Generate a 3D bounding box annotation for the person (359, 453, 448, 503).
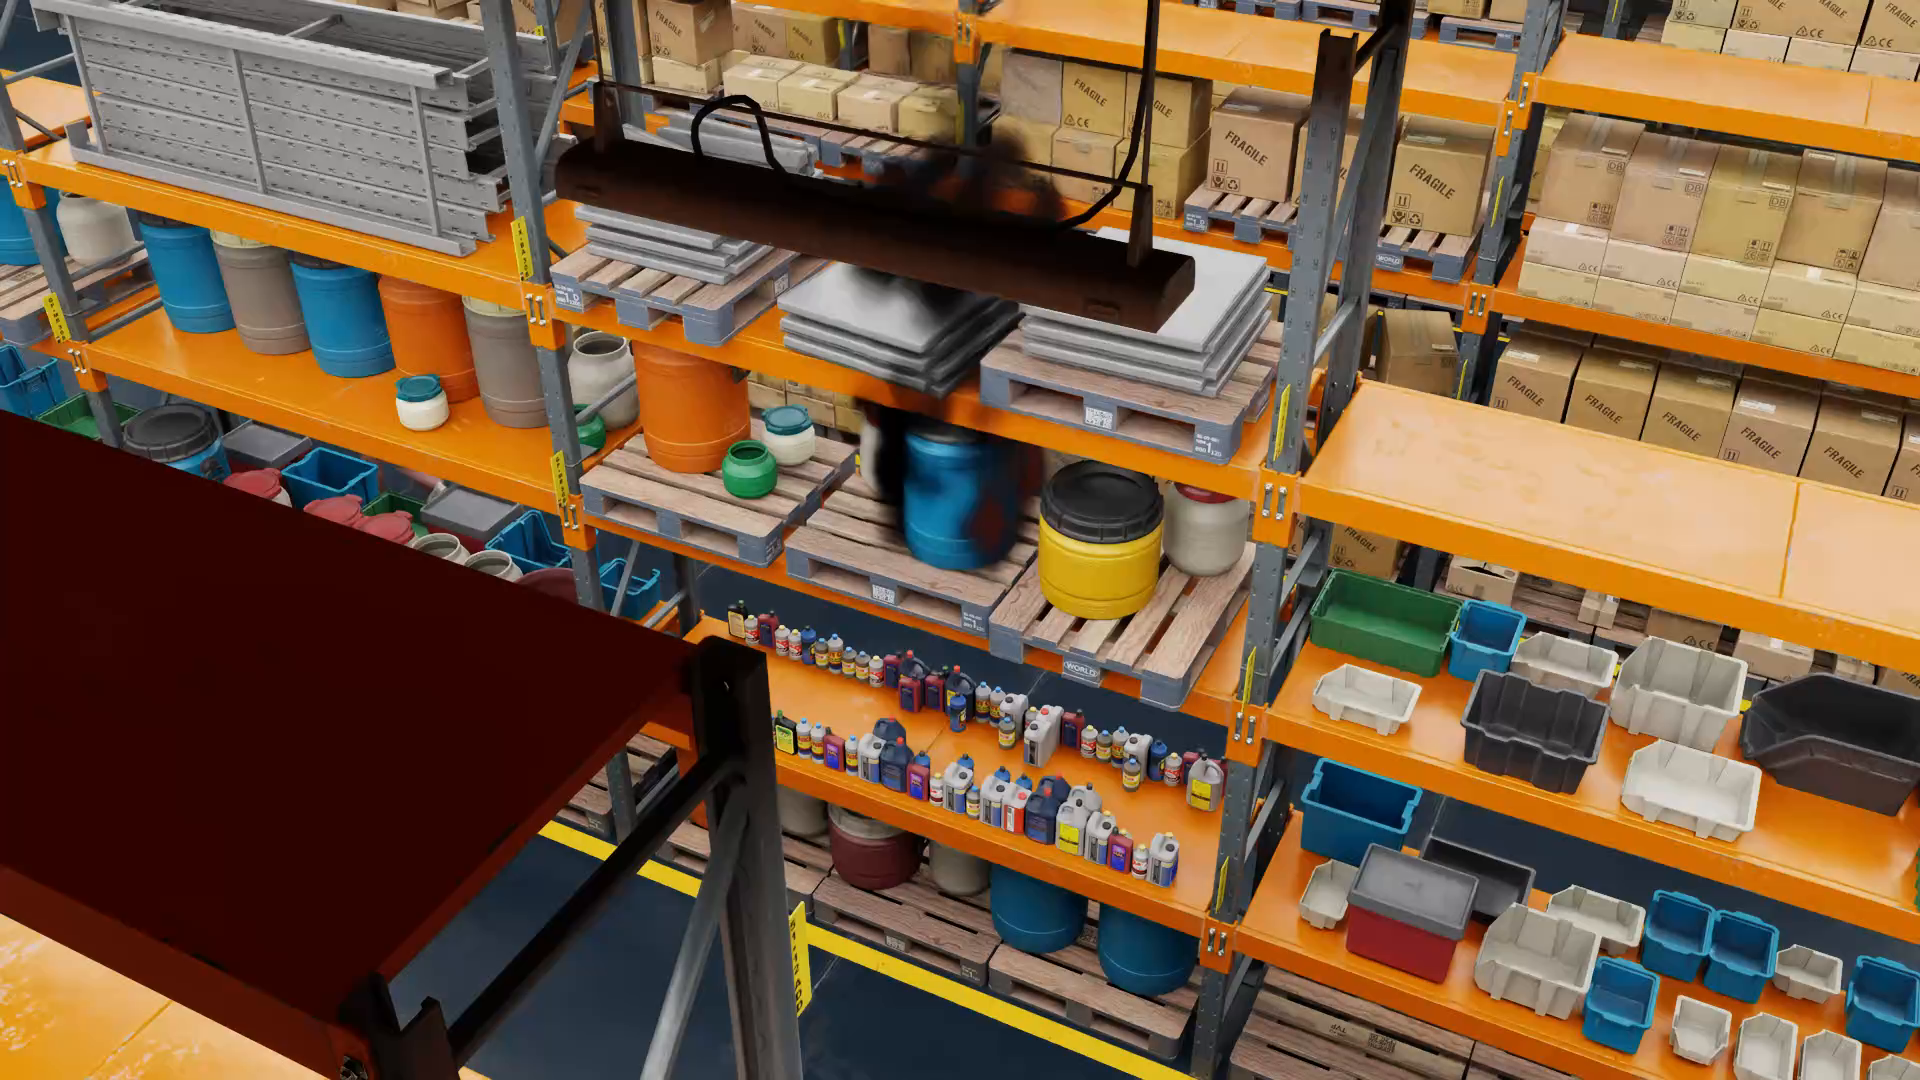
[{"bbox_3d":[-4.749,-0.924,13.728,0.935,1.663,0.578,12,37,17],"label":"person"}]
